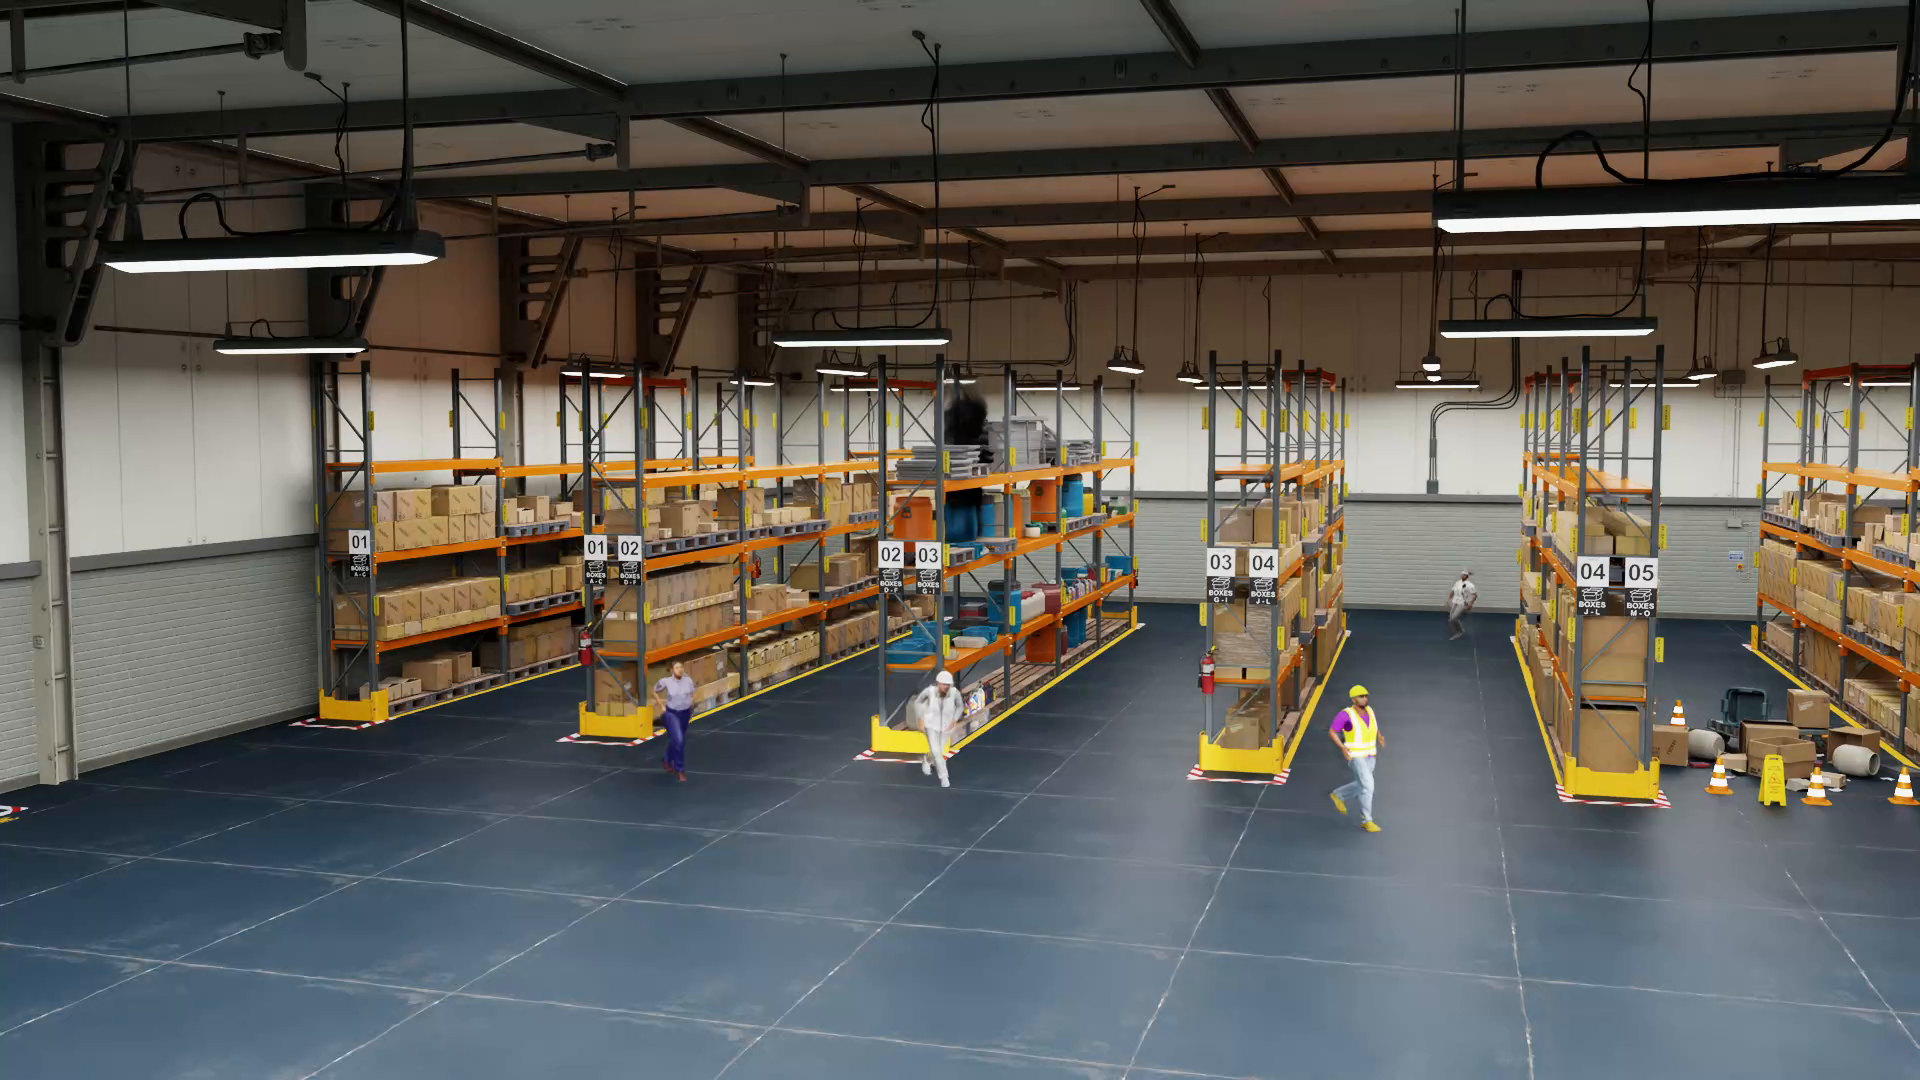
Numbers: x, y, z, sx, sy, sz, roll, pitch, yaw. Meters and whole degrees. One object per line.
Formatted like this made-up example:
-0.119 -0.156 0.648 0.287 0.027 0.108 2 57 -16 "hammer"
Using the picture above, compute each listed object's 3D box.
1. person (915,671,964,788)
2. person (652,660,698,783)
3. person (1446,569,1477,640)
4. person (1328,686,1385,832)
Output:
-0.308 2.565 22.983 0.666 1.617 1.063 -1 4 -15 "person"
-3.968 2.533 23.361 0.577 1.700 0.760 -4 6 -42 "person"
11.388 1.479 37.949 0.540 1.646 0.633 -2 5 -31 "person"
4.916 2.666 20.556 0.690 1.763 0.823 -3 5 -33 "person"
